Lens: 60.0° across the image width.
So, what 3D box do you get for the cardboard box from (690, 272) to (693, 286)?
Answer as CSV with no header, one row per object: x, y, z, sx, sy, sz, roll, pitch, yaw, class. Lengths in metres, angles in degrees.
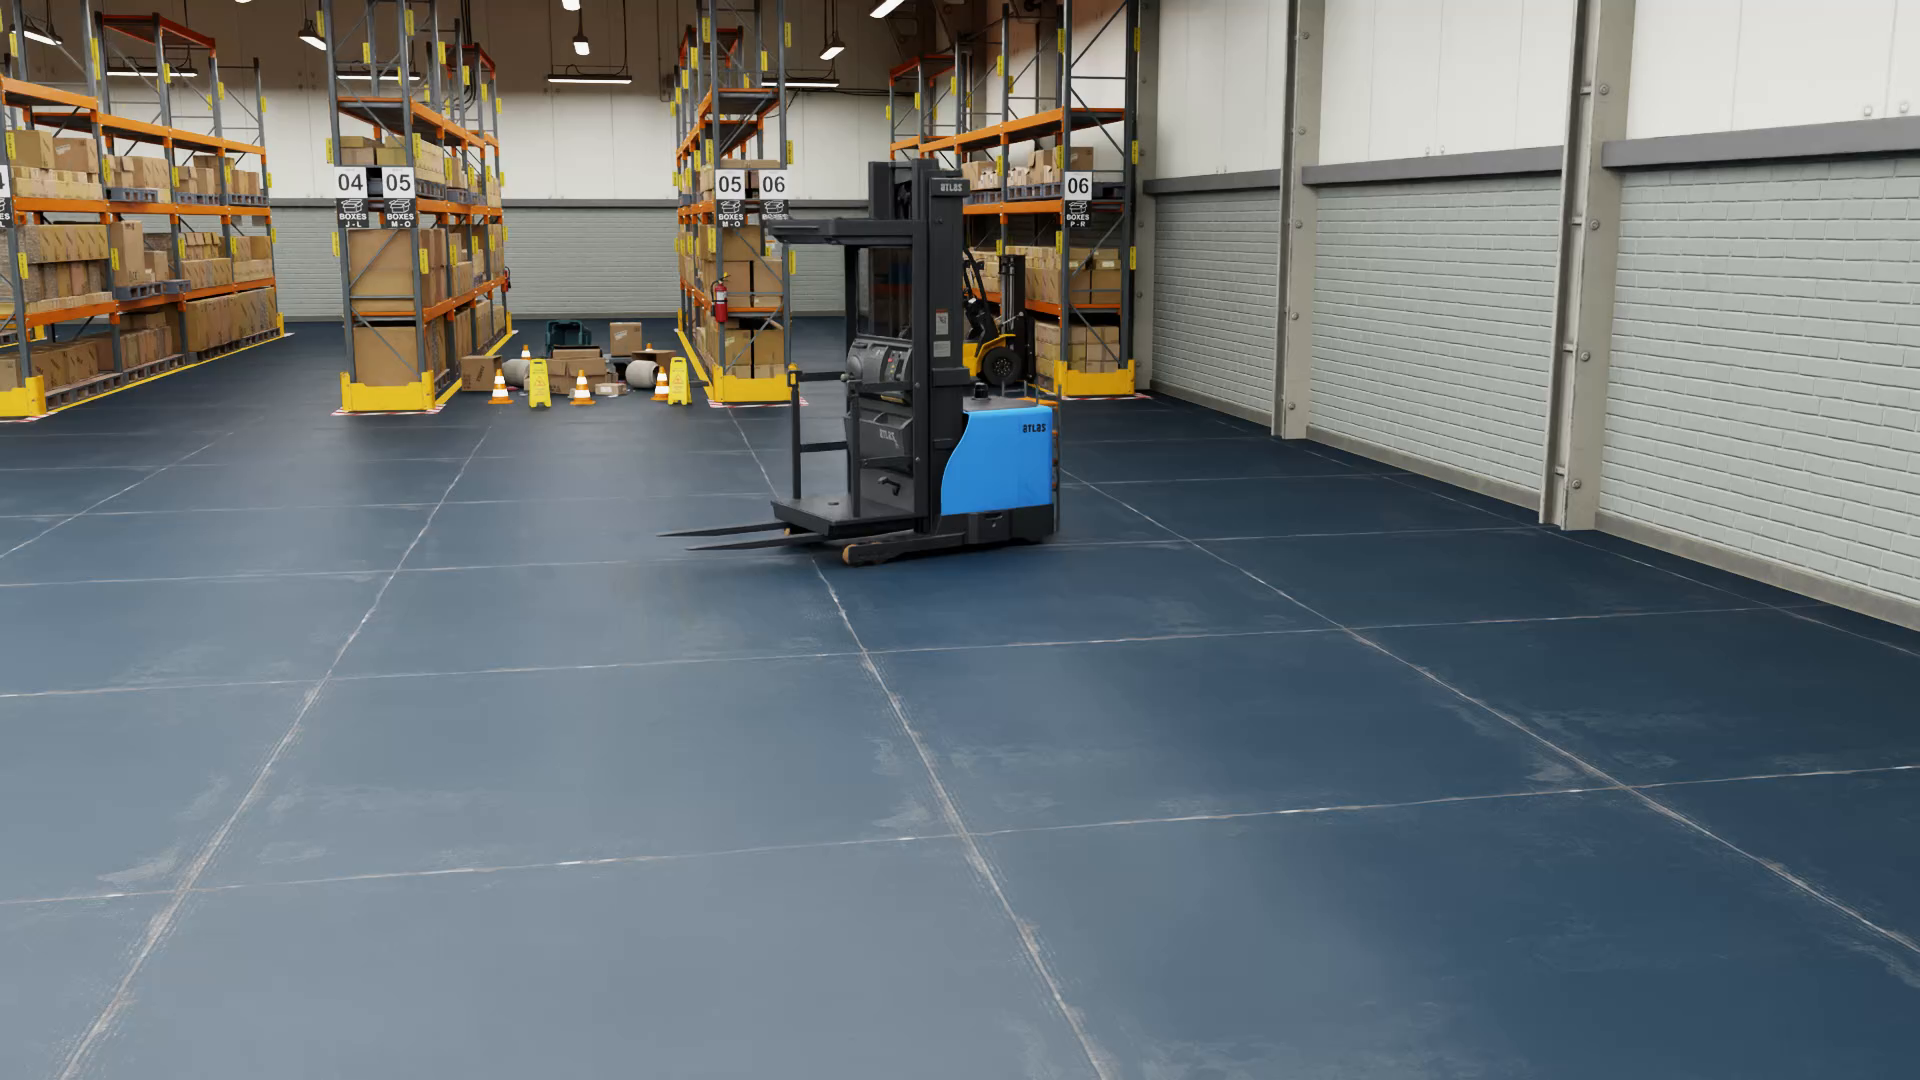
-4.919,-5.022,31.963,0.500,0.250,0.500,-2,11,-10,cardboard box

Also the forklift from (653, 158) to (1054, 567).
-0.790,-1.357,12.487,3.031,2.935,1.130,-6,13,-31,forklift

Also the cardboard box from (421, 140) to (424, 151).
-7.630,-5.463,23.004,0.380,0.149,0.250,-2,11,-10,cardboard box

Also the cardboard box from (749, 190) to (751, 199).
-2.871,-5.014,24.169,0.380,0.149,0.250,-2,11,-11,cardboard box

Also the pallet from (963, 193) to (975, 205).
0.636,-6.360,31.074,1.213,0.211,1.003,-2,11,-8,pallet

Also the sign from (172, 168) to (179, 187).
-13.640,-6.306,28.901,0.100,0.325,0.005,-2,11,-11,sign

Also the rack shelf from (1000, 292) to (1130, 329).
1.584,-3.647,26.259,1.077,0.370,4.000,-2,11,-11,rack shelf

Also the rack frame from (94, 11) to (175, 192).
-14.172,-7.506,28.567,1.000,3.000,0.127,-2,11,-11,rack frame

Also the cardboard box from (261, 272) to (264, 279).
-15.136,-5.662,35.596,0.380,0.149,0.250,-2,11,-12,cardboard box

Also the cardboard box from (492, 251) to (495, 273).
-10.018,-5.840,34.797,0.500,0.500,0.500,-2,11,-11,cardboard box

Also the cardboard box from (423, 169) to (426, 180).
-7.632,-5.073,23.087,0.380,0.149,0.250,-2,11,-11,cardboard box

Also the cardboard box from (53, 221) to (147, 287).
-13.412,-4.477,25.971,1.000,1.000,1.000,-2,11,-11,cardboard box

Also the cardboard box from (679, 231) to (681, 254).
-6.086,-6.734,37.614,0.500,0.500,0.500,-2,11,-13,cardboard box

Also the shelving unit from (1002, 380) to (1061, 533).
0.577,-0.683,13.577,0.258,1.200,0.503,-7,13,-31,shelving unit

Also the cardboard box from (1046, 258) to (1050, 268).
1.524,-4.196,25.219,0.380,0.149,0.250,-2,11,-11,cardboard box

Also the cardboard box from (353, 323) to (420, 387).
-7.928,-2.538,23.070,0.875,0.875,0.875,-2,11,-11,cardboard box

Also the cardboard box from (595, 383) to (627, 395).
-5.132,-2.219,24.456,0.380,0.149,0.250,4,11,18,cardboard box

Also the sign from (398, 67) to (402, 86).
-9.818,-8.144,29.210,0.100,0.325,0.005,-2,11,-11,sign

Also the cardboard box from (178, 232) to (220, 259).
-14.818,-5.718,32.266,0.797,0.503,0.637,-2,11,-12,cardboard box

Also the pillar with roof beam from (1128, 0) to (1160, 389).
-1.502,-6.585,23.724,9.100,9.000,0.400,-2,11,-11,pillar with roof beam

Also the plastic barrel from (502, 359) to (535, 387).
-6.784,-2.570,25.565,0.512,0.421,0.421,6,12,28,plastic barrel

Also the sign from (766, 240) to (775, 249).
-5.133,-7.912,44.532,0.339,0.242,0.001,-2,11,-11,sign

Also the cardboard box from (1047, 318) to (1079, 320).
1.679,-3.445,26.831,0.500,0.250,0.500,-2,11,-11,cardboard box

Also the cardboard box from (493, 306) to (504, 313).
-10.324,-5.107,36.919,0.380,0.149,0.250,-2,11,-12,cardboard box

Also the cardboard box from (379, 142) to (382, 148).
-8.426,-5.580,23.619,0.380,0.149,0.250,-2,11,-11,cardboard box

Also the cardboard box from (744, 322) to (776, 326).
-3.094,-3.124,25.815,0.500,0.500,0.500,-2,11,-8,cardboard box

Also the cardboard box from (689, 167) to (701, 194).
-4.673,-6.714,31.027,0.797,0.503,0.637,-3,11,-15,cardboard box

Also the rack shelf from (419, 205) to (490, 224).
-9.676,-6.208,31.692,1.077,0.370,4.000,-2,11,-11,rack shelf

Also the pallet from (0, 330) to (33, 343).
-20.464,-4.324,35.349,1.003,0.211,1.213,-2,11,-11,pallet

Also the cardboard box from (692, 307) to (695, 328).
-5.421,-4.884,36.564,0.875,0.438,0.875,-2,11,-13,cardboard box

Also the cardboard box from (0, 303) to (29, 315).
-12.438,-3.030,21.763,0.380,0.149,0.250,-2,11,-11,cardboard box

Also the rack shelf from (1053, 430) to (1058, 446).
0.577,-0.837,13.548,0.258,0.148,0.480,-7,13,-31,rack shelf

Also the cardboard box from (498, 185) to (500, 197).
-10.504,-7.759,36.979,0.500,0.250,0.500,-2,11,-13,cardboard box

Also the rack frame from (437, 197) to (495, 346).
-10.065,-5.455,33.833,1.000,3.000,0.127,-2,11,-11,rack frame

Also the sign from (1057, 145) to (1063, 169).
1.438,-5.486,23.819,0.100,0.325,0.005,-2,11,-11,sign

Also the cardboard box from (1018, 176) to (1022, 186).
1.133,-5.738,26.583,0.380,0.149,0.250,-2,11,-9,cardboard box

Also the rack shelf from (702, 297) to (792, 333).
-3.285,-3.466,25.307,1.077,0.370,4.000,-2,11,-11,rack shelf

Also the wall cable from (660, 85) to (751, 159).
-6.652,-10.394,43.738,2.355,3.000,0.029,-2,11,-11,wall cable

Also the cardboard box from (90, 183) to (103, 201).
-13.050,-5.151,24.618,0.500,0.250,0.500,-2,11,-9,cardboard box

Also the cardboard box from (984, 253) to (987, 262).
0.633,-5.023,29.562,0.380,0.149,0.250,-2,11,-11,cardboard box

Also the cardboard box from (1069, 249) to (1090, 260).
1.696,-4.206,24.472,0.380,0.149,0.250,-2,11,-11,cardboard box

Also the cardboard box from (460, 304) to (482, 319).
-9.283,-4.296,31.302,0.500,0.250,0.500,-2,11,-12,cardboard box

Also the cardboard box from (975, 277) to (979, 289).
0.562,-4.655,30.033,0.500,0.250,0.500,-2,11,-9,cardboard box

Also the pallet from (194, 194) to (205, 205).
-14.570,-6.261,30.553,1.003,0.211,1.213,-2,11,-8,pallet

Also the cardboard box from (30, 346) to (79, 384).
-13.039,-2.513,23.941,0.500,0.500,0.500,-3,11,-16,cardboard box

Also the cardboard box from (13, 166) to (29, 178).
-12.399,-4.798,21.693,0.380,0.149,0.250,-2,11,-10,cardboard box

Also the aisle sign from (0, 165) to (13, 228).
-12.310,-4.369,21.174,0.394,0.787,0.004,-2,11,-11,aisle sign

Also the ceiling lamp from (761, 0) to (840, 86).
-3.944,-12.790,40.714,2.000,3.185,0.800,-2,11,-11,ceiling lamp

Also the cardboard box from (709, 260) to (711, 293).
-3.458,-3.921,24.712,0.500,0.500,0.500,-2,11,-11,cardboard box

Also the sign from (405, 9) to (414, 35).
-7.186,-6.757,21.707,0.100,0.325,0.005,-2,11,-11,sign

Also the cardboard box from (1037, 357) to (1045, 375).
1.484,-2.655,25.356,0.500,0.250,0.500,-2,11,-11,cardboard box
